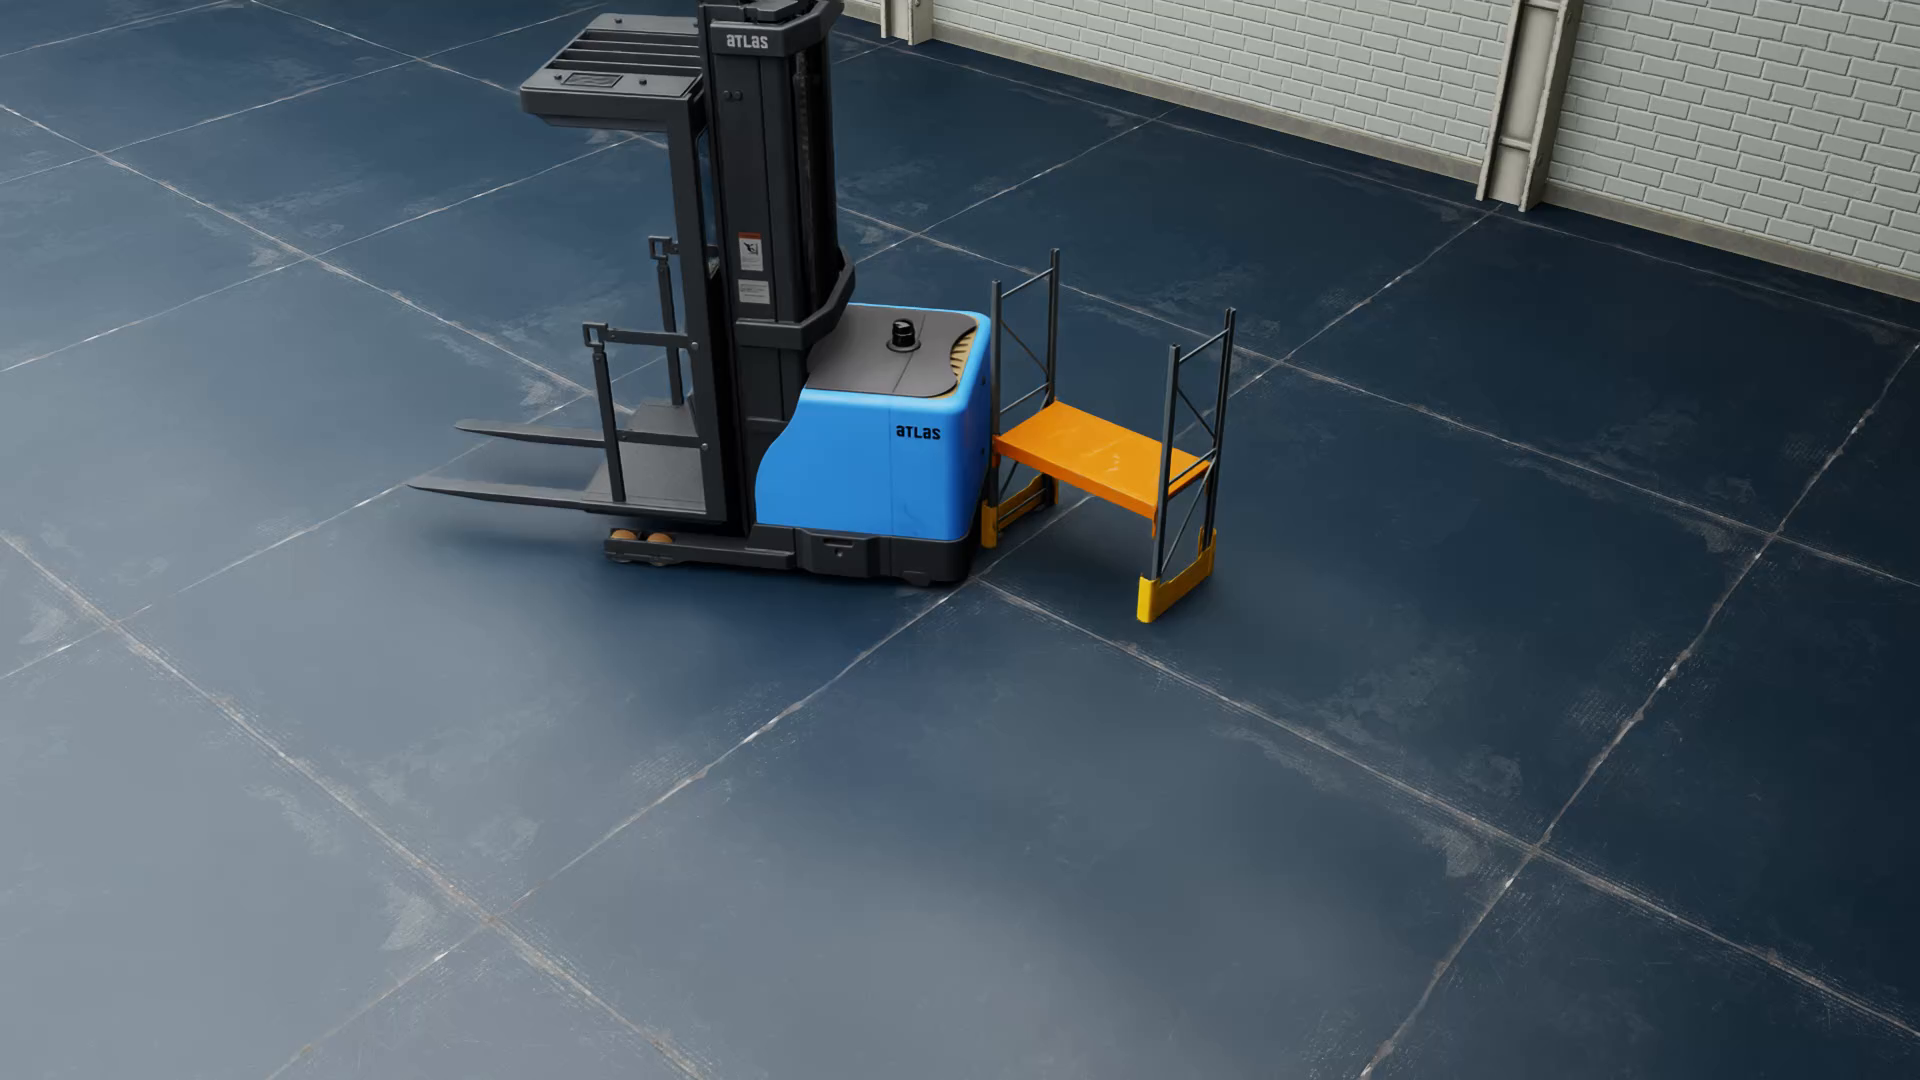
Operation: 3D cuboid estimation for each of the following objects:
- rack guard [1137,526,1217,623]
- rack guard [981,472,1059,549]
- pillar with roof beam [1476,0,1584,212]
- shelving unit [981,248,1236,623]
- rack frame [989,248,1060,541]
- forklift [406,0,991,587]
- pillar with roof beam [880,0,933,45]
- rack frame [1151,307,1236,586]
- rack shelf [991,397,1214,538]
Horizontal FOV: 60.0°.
[{"bbox_3d":[1.083,0.168,8.285,0.087,0.250,0.587,25,42,32],"label":"rack guard"},{"bbox_3d":[0.321,-0.195,8.813,0.087,0.250,0.587,25,42,32],"label":"rack guard"},{"bbox_3d":[1.362,-4.392,7.196,0.400,9.000,9.100,25,42,32],"label":"pillar with roof beam"},{"bbox_3d":[0.702,-0.529,8.195,1.083,1.500,0.587,25,42,32],"label":"shelving unit"},{"bbox_3d":[0.320,-0.711,8.460,0.032,1.500,0.500,25,42,32],"label":"rack frame"},{"bbox_3d":[-1.379,-1.363,8.146,3.031,2.935,1.130,5,35,8],"label":"forklift"},{"bbox_3d":[-3.249,-6.565,10.361,0.400,9.000,9.100,25,42,32],"label":"pillar with roof beam"},{"bbox_3d":[1.098,-0.340,7.920,0.032,1.500,0.500,25,42,32],"label":"rack frame"},{"bbox_3d":[0.709,-0.377,8.292,1.000,0.185,0.538,25,42,32],"label":"rack shelf"}]
